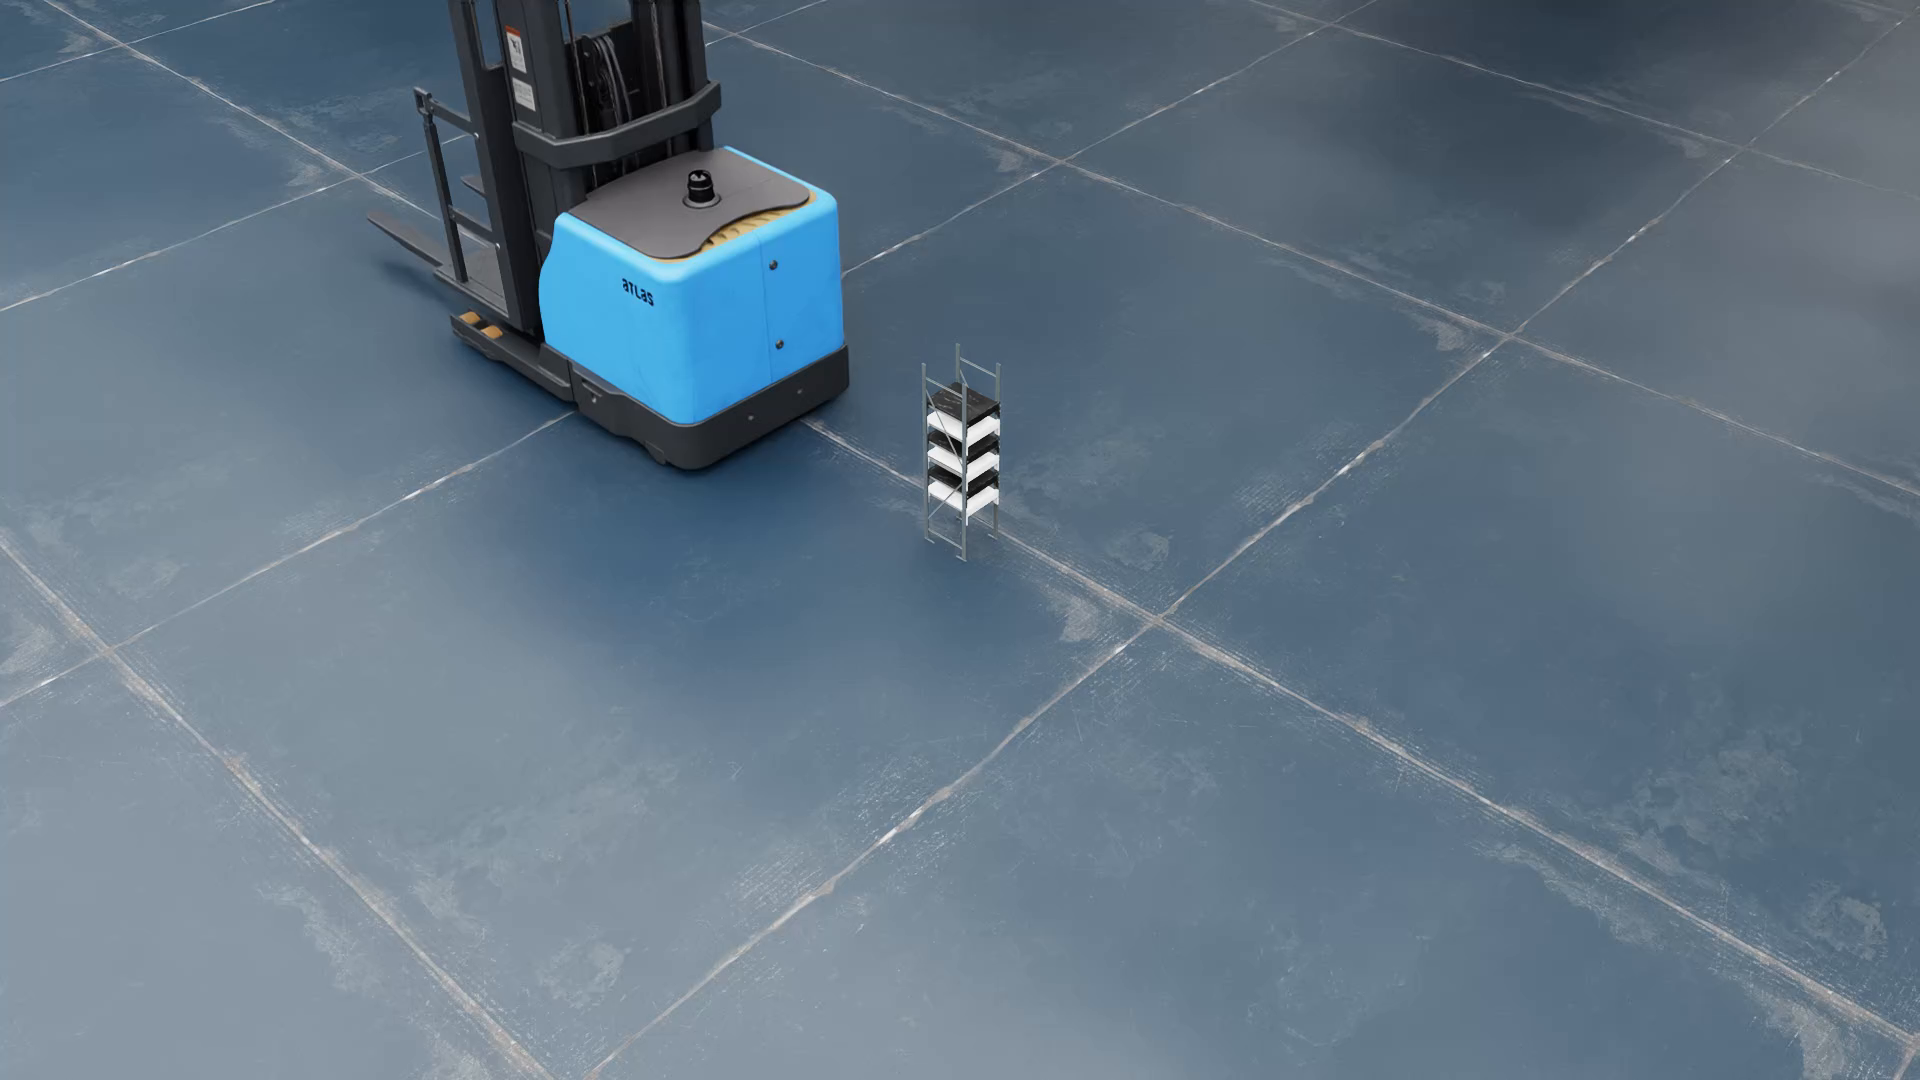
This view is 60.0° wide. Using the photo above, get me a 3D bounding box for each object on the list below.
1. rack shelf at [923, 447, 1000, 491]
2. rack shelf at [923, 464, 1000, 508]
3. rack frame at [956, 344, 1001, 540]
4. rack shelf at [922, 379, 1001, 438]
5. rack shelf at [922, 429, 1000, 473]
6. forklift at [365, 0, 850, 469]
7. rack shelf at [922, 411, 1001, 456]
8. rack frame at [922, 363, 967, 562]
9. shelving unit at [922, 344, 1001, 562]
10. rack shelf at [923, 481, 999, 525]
[{"bbox_3d":[0.005,-0.330,6.995,0.258,0.077,0.200,30,47,32],"label":"rack shelf"},{"bbox_3d":[0.005,-0.259,7.051,0.258,0.077,0.200,30,47,32],"label":"rack shelf"},{"bbox_3d":[0.074,-0.403,7.033,0.240,0.900,0.006,30,47,32],"label":"rack frame"},{"bbox_3d":[0.005,-0.541,6.827,0.258,0.077,0.200,30,47,32],"label":"rack shelf"},{"bbox_3d":[0.005,-0.400,6.939,0.258,0.077,0.200,30,47,32],"label":"rack shelf"},{"bbox_3d":[-1.950,-2.269,7.748,3.031,2.935,1.130,31,48,33],"label":"forklift"},{"bbox_3d":[0.005,-0.471,6.883,0.258,0.077,0.200,30,47,32],"label":"rack shelf"},{"bbox_3d":[-0.063,-0.309,6.916,0.240,0.900,0.006,30,47,32],"label":"rack frame"},{"bbox_3d":[0.005,-0.356,6.975,0.258,0.900,0.210,30,47,32],"label":"shelving unit"},{"bbox_3d":[0.005,-0.189,7.107,0.258,0.077,0.200,30,47,32],"label":"rack shelf"}]
